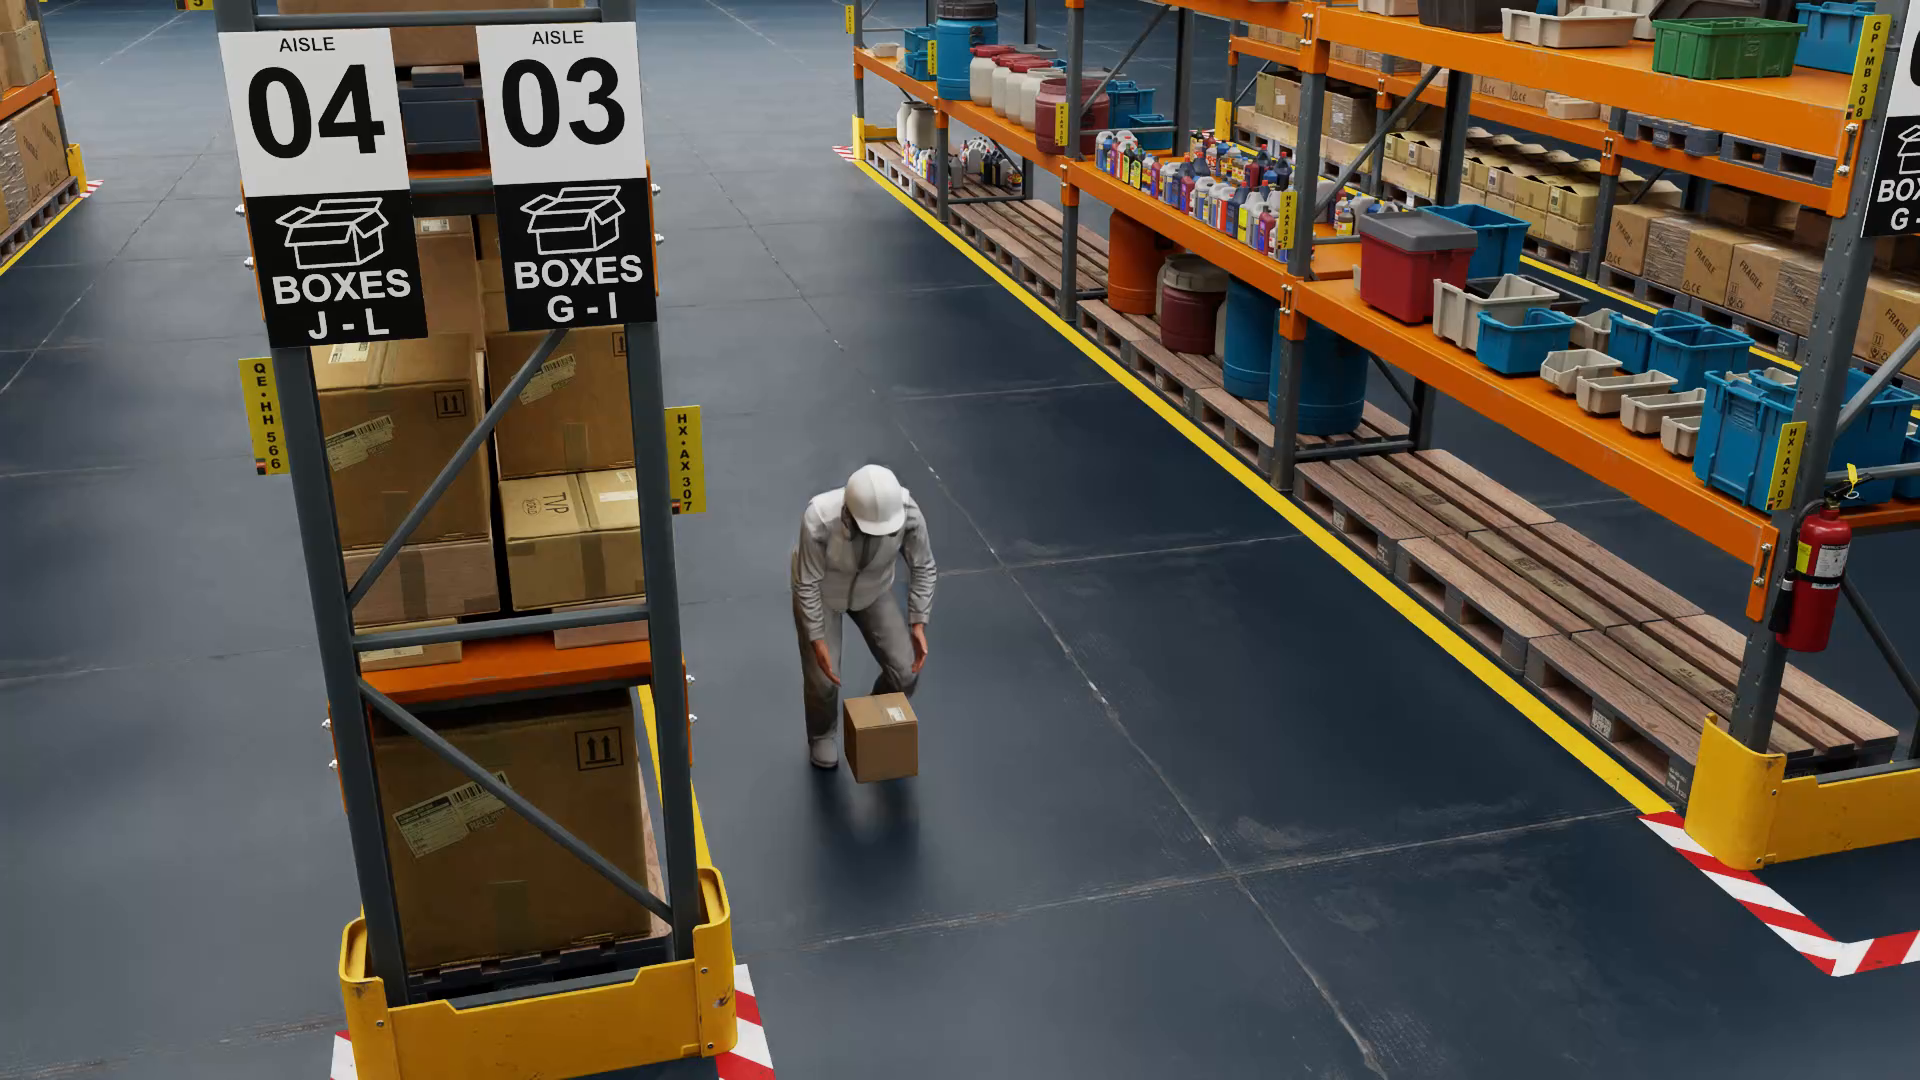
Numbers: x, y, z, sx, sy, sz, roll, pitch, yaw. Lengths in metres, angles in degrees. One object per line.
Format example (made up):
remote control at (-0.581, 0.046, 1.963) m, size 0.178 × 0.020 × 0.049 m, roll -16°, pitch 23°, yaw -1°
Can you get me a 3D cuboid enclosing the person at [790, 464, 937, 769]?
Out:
person at (-0.404, 0.275, 6.866) m, size 0.592 × 1.422 × 0.768 m, roll -6°, pitch 24°, yaw -14°
